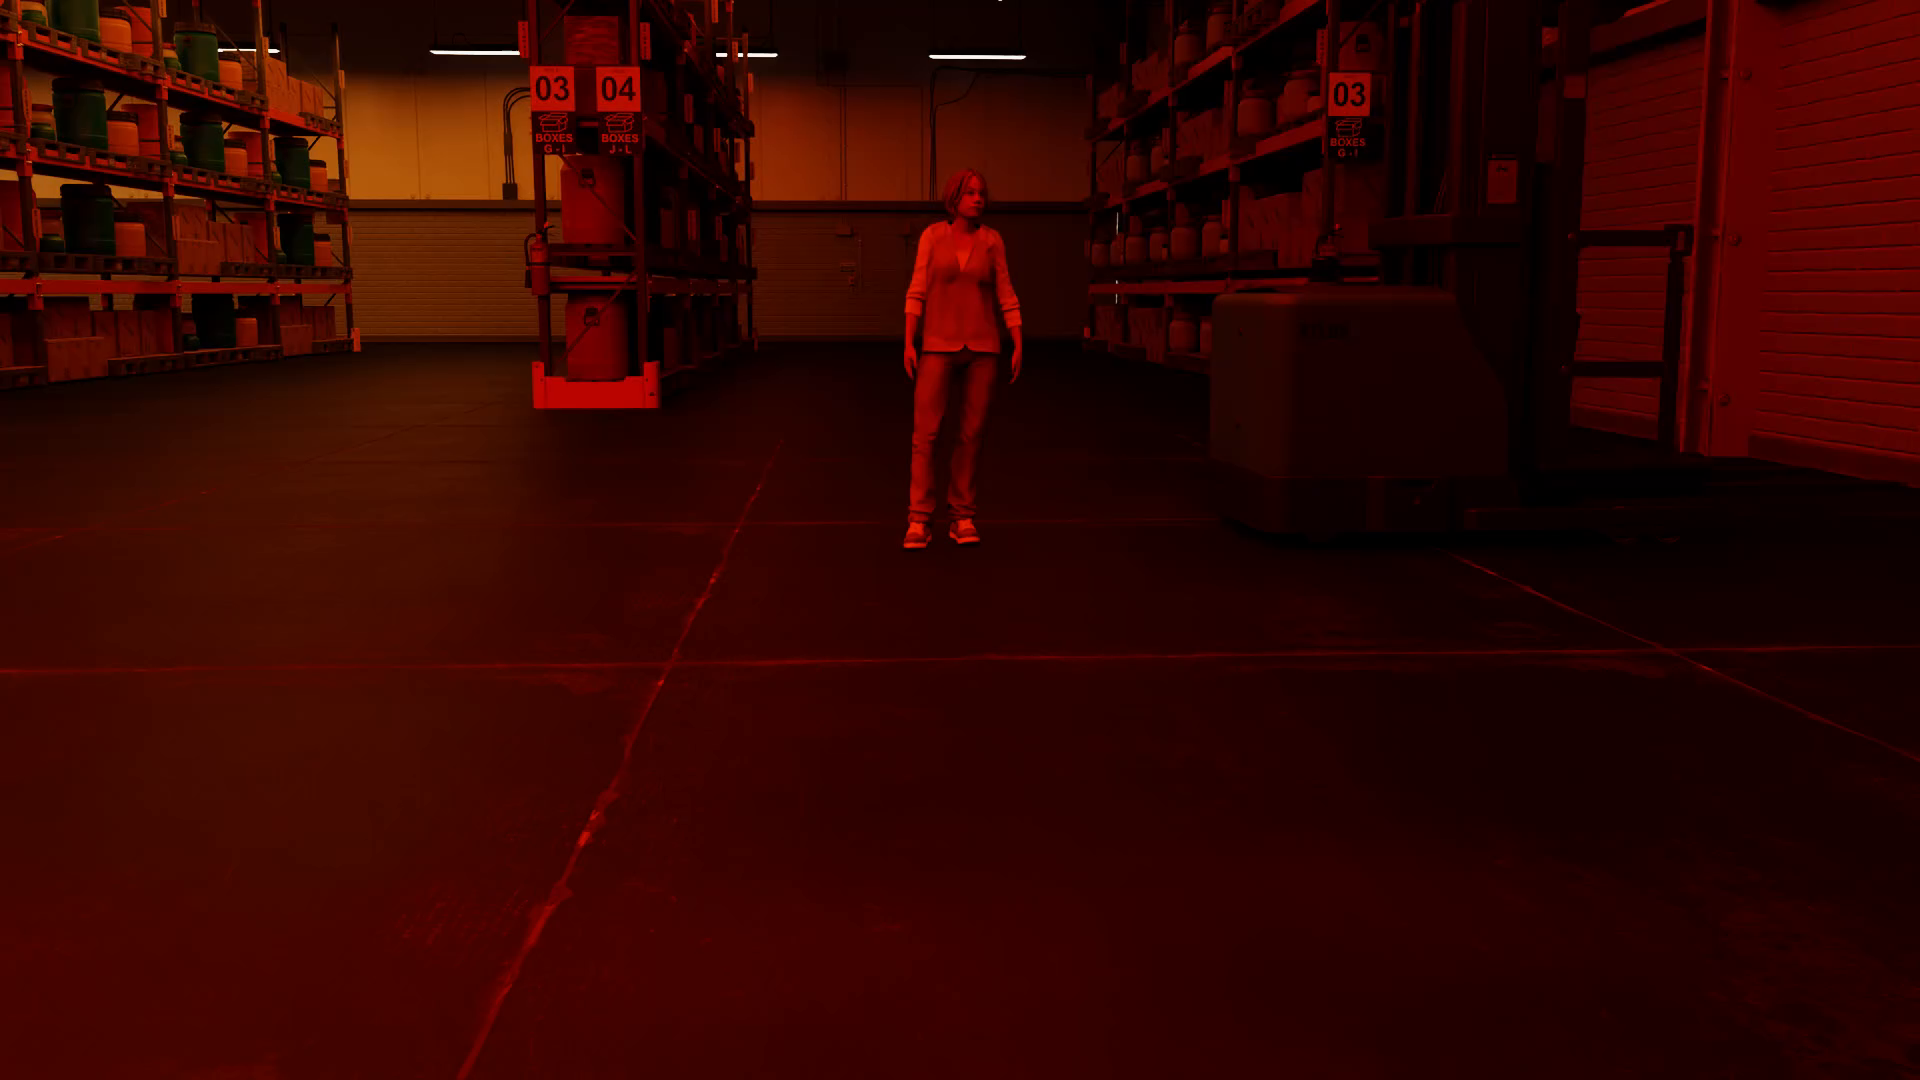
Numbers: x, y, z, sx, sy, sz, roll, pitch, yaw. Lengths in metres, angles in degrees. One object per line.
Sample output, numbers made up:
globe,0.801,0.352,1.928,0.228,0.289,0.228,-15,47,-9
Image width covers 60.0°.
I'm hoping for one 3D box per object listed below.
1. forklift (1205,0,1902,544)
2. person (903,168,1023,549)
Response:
forklift,2.722,-1.507,7.479,3.031,2.935,1.130,-1,9,-7
person,0.008,-0.774,7.107,0.541,1.592,0.434,-1,9,-8
